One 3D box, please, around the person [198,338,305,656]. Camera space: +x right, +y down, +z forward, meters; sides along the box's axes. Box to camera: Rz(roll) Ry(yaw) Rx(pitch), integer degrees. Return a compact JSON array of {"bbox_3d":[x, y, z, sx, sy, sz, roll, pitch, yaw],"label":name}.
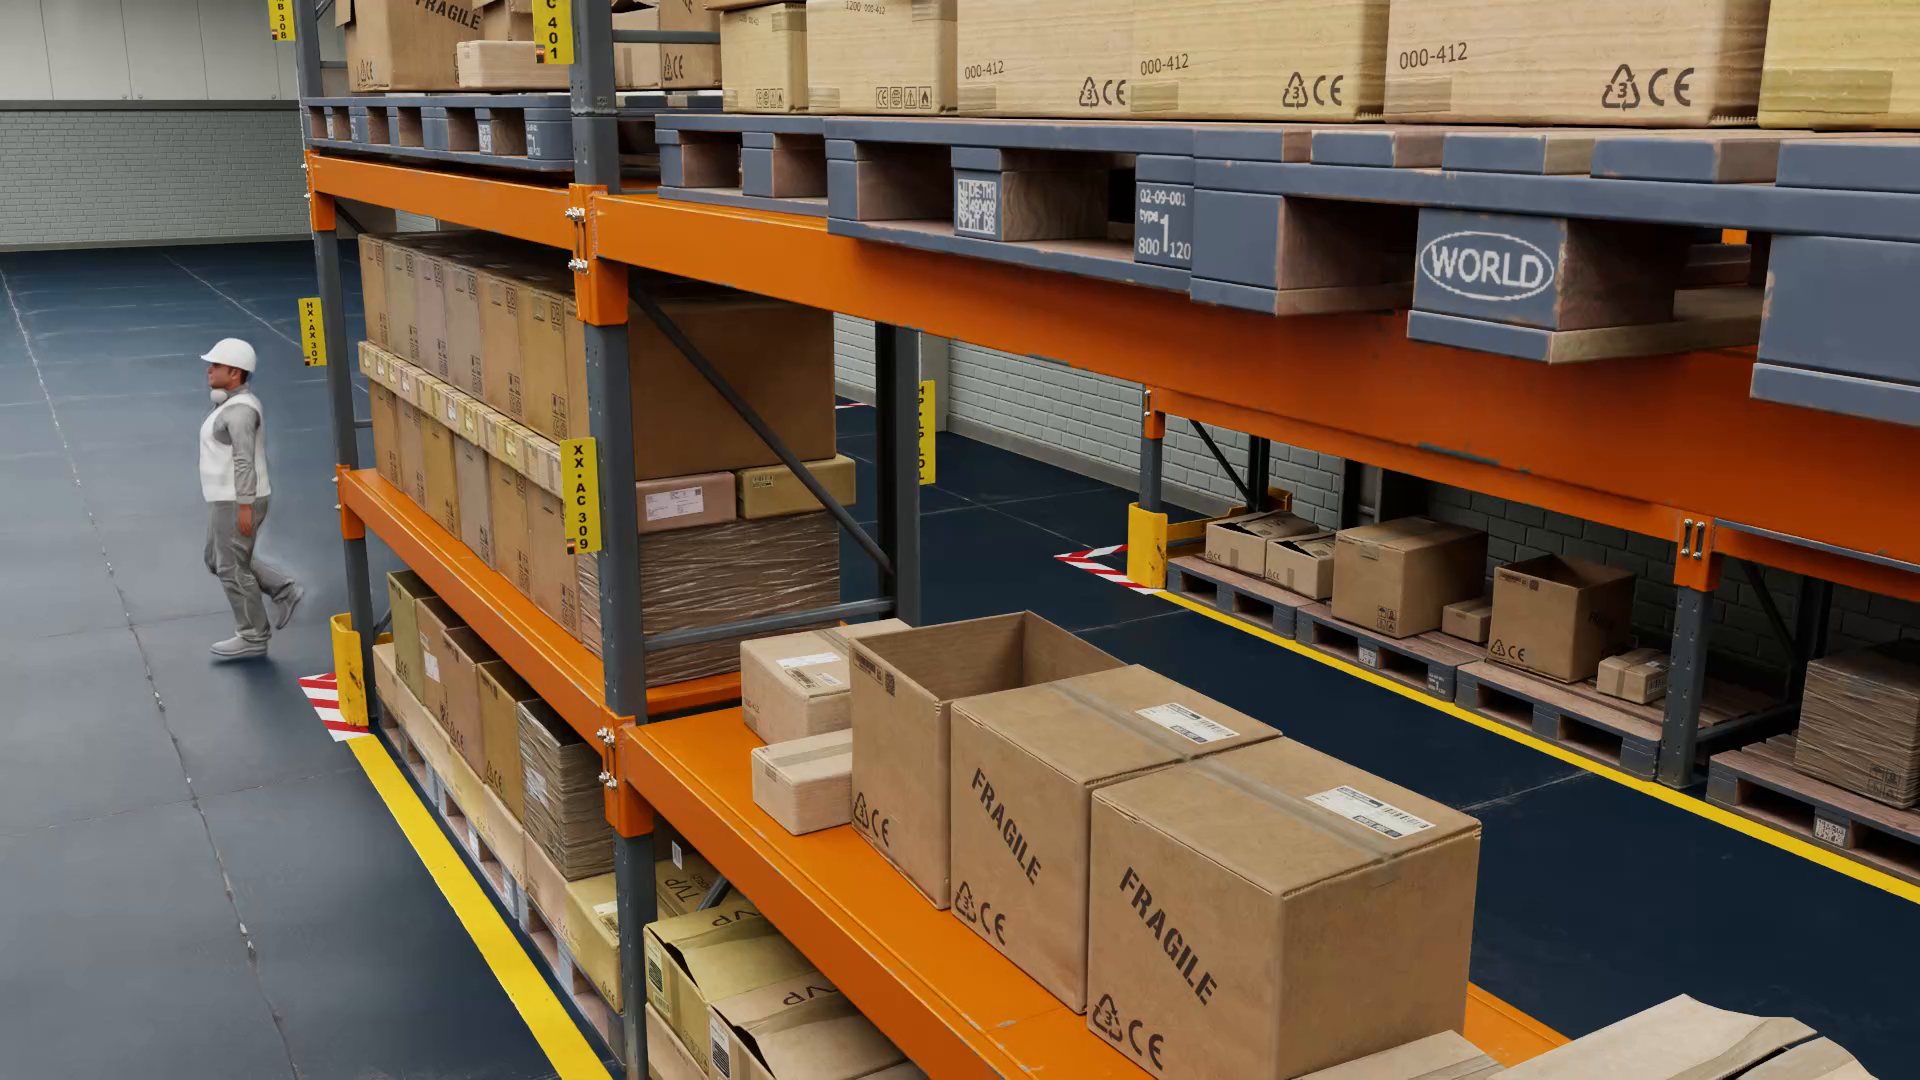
[{"bbox_3d":[-3.997,-0.244,9.291,0.526,1.764,0.536,-6,16,-21],"label":"person"}]
